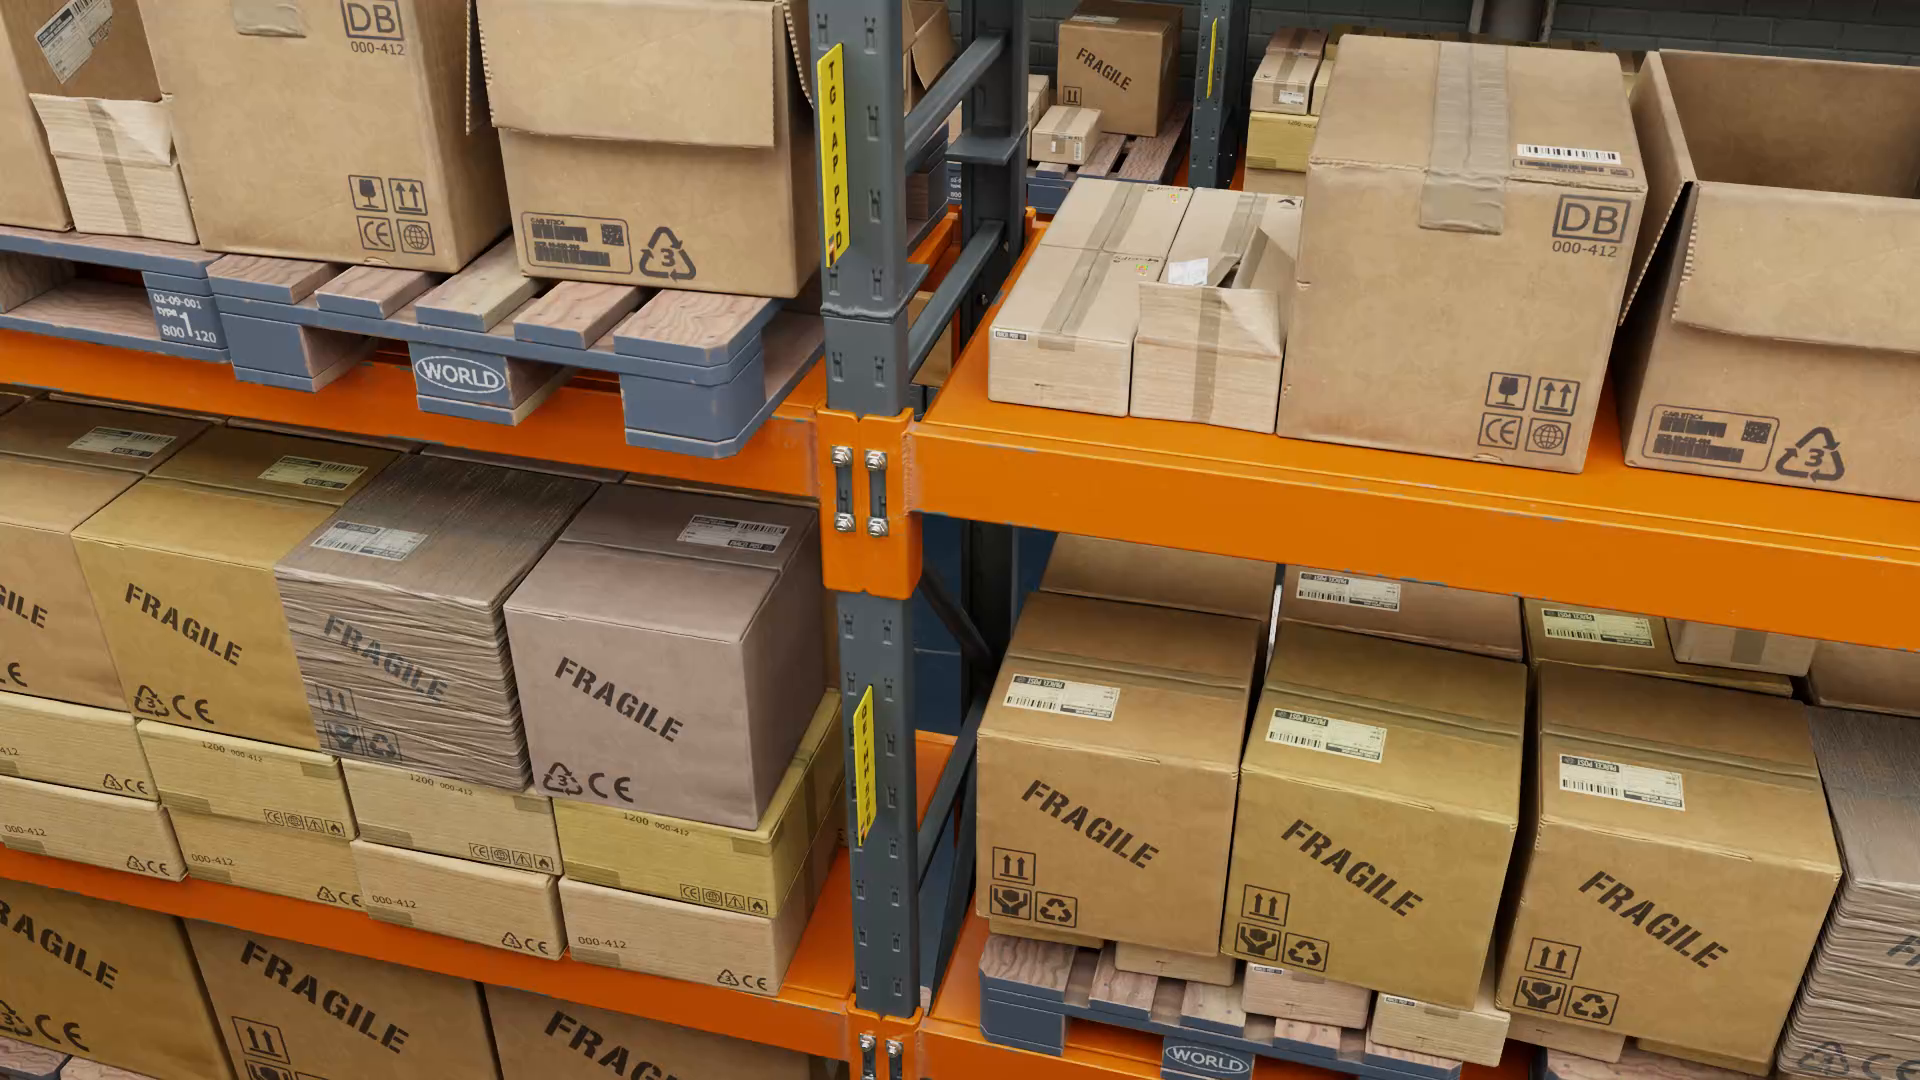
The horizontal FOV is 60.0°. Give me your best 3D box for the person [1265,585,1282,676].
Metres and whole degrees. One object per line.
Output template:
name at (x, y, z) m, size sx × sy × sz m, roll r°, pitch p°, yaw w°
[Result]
person at (1.254, 0.583, 5.948) m, size 0.950 × 0.988 × 0.530 m, roll 7°, pitch 33°, yaw 10°
